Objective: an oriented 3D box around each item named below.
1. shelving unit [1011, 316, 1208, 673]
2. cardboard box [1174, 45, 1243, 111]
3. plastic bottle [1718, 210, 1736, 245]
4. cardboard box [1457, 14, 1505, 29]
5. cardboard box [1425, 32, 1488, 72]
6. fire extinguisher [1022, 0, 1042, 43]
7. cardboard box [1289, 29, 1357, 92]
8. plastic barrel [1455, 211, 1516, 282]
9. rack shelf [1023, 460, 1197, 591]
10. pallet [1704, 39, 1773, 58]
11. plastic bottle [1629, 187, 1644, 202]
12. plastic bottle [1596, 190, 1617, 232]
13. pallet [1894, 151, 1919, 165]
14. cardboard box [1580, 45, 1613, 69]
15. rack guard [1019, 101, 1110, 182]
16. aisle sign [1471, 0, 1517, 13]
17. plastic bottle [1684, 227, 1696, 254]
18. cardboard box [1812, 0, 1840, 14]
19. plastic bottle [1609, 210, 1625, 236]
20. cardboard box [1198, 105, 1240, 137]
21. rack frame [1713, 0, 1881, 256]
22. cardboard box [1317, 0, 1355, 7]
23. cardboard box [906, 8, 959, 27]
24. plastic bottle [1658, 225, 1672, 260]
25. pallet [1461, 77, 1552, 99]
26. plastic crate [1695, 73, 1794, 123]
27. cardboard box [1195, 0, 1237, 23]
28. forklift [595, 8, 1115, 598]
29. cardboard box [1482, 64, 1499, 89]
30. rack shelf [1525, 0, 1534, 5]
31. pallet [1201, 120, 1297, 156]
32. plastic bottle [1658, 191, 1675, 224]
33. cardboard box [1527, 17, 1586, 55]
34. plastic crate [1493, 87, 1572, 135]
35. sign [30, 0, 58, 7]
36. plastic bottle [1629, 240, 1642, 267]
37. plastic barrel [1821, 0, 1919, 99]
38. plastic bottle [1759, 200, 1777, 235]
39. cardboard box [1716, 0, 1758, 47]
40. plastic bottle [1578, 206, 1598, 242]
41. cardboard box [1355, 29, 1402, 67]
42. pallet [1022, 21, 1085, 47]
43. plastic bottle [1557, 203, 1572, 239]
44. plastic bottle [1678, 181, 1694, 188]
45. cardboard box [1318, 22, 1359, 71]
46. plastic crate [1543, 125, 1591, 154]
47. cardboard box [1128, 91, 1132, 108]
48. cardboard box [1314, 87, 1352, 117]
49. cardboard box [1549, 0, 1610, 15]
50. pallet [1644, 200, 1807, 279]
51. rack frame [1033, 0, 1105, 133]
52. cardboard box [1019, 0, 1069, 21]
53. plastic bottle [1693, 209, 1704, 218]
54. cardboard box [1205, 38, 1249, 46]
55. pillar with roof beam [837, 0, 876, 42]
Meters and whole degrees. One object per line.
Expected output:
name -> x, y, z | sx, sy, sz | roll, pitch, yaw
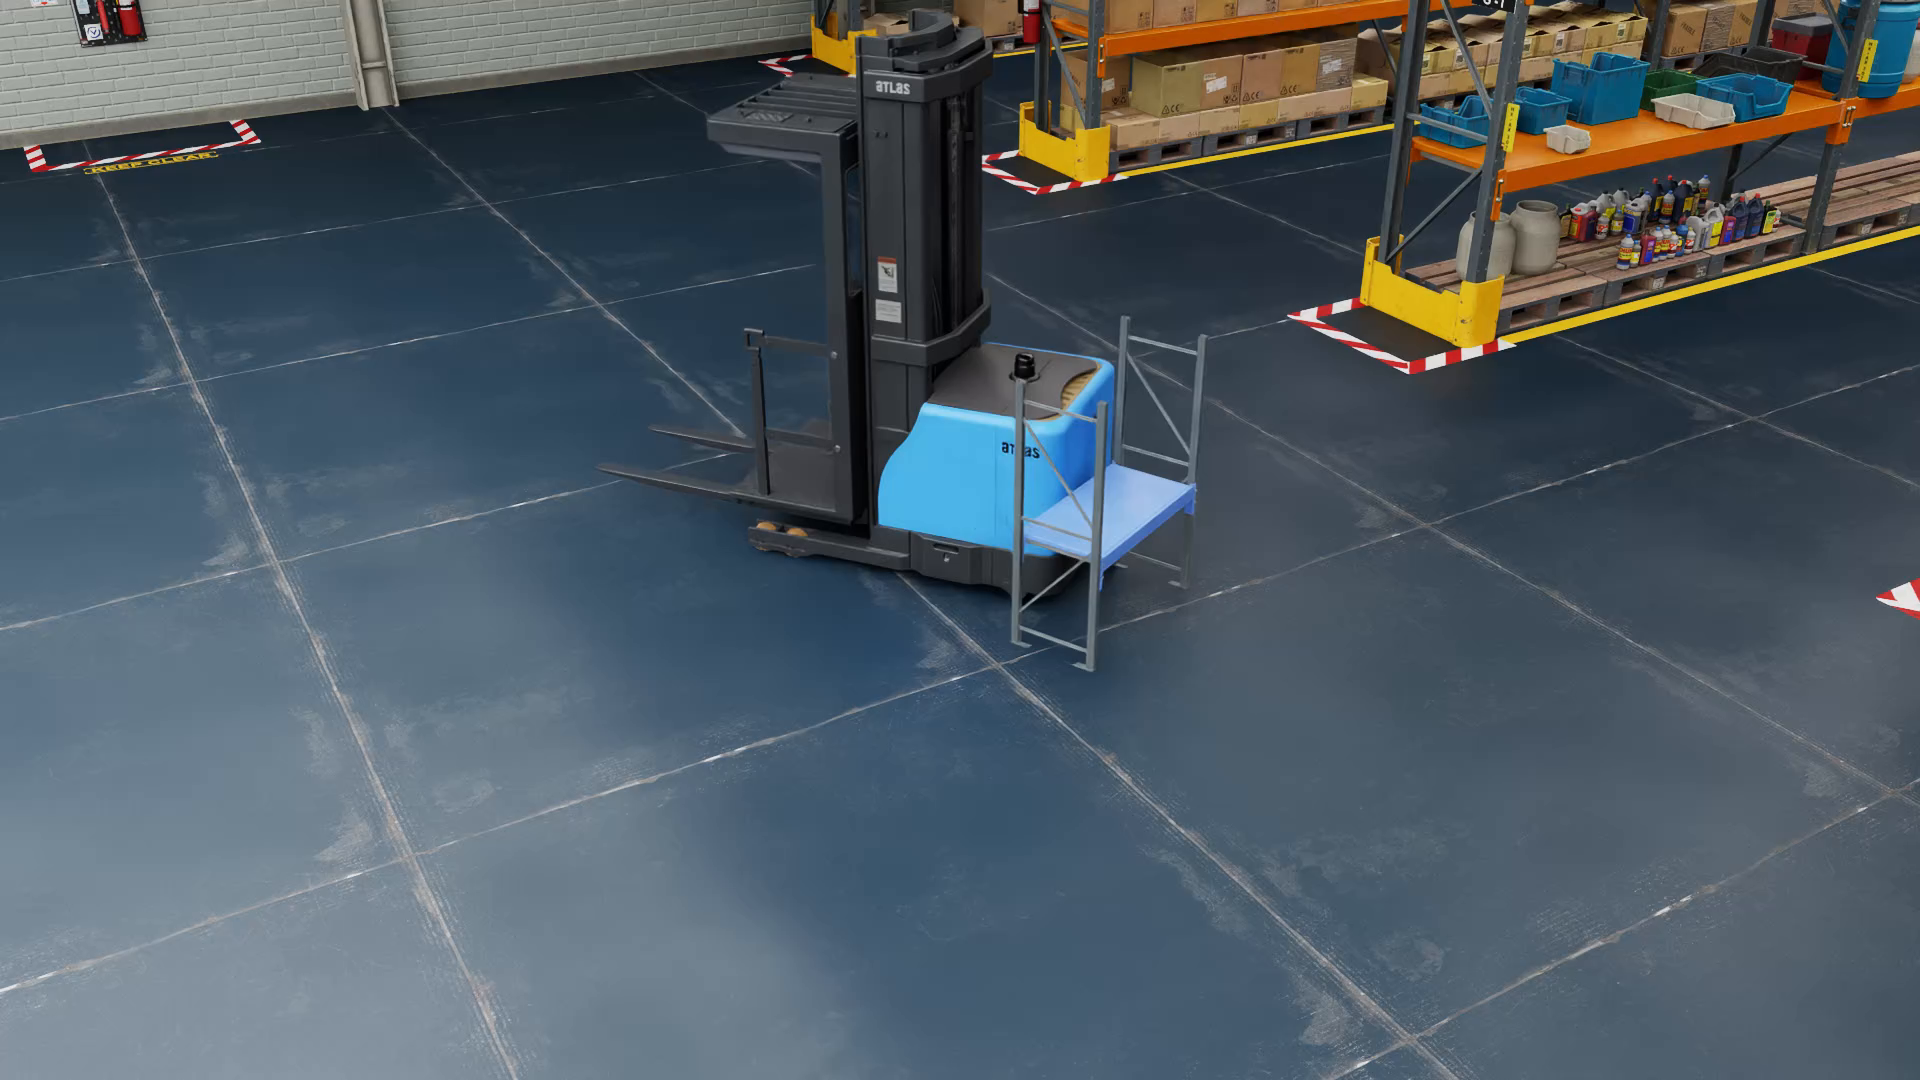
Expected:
shelving unit -> 0.774, -0.253, 8.656 | 0.538, 1.500, 1.048 | 19, 34, 30
cardboard box -> 2.468, -4.634, 16.677 | 0.500, 0.500, 0.500 | -16, 33, -26
plastic bottle -> 6.299, -2.572, 13.662 | 0.133, 0.283, 0.061 | -14, 32, -23
cardboard box -> 6.003, -5.832, 19.044 | 0.500, 0.311, 0.500 | -16, 33, -27
cardboard box -> 5.404, -5.358, 18.186 | 0.500, 0.311, 0.500 | -16, 33, -27
fire extinguisher -> 0.701, -5.167, 16.088 | 0.183, 0.674, 0.296 | -16, 33, -26
cardboard box -> 3.761, -5.001, 17.343 | 0.500, 0.500, 0.500 | -16, 33, -26
plastic barrel -> 4.073, -2.259, 12.879 | 0.421, 0.512, 0.421 | 0, 29, 0
rack shelf -> 0.774, -0.096, 8.743 | 0.538, 0.185, 1.000 | 19, 34, 30
pallet -> 9.649, -6.237, 20.833 | 1.213, 0.211, 1.003 | -16, 33, -26
plastic bottle -> 5.761, -2.860, 14.184 | 0.133, 0.283, 0.061 | -14, 32, -24
plastic bottle -> 5.398, -2.763, 13.938 | 0.185, 0.351, 0.144 | -14, 32, -24
pallet -> 9.755, -3.536, 15.938 | 1.213, 0.211, 1.003 | -16, 33, -26
cardboard box -> 7.163, -5.616, 19.233 | 0.500, 0.250, 0.500 | -16, 33, -27
rack guard -> 1.018, -3.936, 16.364 | 0.348, 0.500, 1.175 | -16, 33, -26
aisle sign -> 3.631, -3.970, 11.149 | 0.004, 0.787, 0.394 | -16, 33, -26
plastic bottle -> 5.910, -2.436, 13.500 | 0.097, 0.201, 0.097 | 0, 29, 0
cardboard box -> 10.674, -6.714, 20.943 | 0.500, 0.500, 0.500 | -16, 33, -26
plastic bottle -> 5.497, -2.658, 13.903 | 0.097, 0.201, 0.097 | 0, 29, 0
cardboard box -> 2.474, -4.301, 16.850 | 0.500, 0.250, 0.500 | -16, 33, -26
rack frame -> 6.993, -3.951, 13.804 | 0.127, 3.000, 1.000 | -16, 33, -26
cardboard box -> 3.656, -5.816, 17.080 | 0.500, 0.500, 0.700 | -16, 33, -27
cardboard box -> -0.341, -6.385, 20.544 | 0.500, 0.311, 0.500 | -13, 31, -22
plastic bottle -> 5.648, -2.392, 13.348 | 0.097, 0.271, 0.097 | 0, 29, 0
pallet -> 6.156, -5.291, 19.120 | 1.213, 0.211, 1.003 | -16, 33, -26
plastic crate -> 6.177, -3.502, 13.144 | 0.616, 0.251, 0.499 | -16, 33, -26
cardboard box -> 2.329, -5.438, 16.396 | 0.500, 0.500, 0.700 | -16, 33, -26
forklift -> -0.685, -1.407, 9.266 | 3.031, 2.935, 1.130 | 11, 31, 19
cardboard box -> 5.847, -5.243, 18.557 | 0.500, 0.250, 0.500 | -17, 33, -28
rack shelf -> 5.269, -4.459, 12.366 | 4.000, 0.370, 1.077 | -16, 33, -26
pallet -> 2.727, -4.316, 17.353 | 1.213, 0.211, 1.003 | -16, 33, -26
plastic bottle -> 6.023, -2.838, 14.157 | 0.097, 0.271, 0.097 | 0, 29, 0
cardboard box -> 6.728, -5.737, 18.871 | 0.500, 0.311, 0.500 | -16, 33, -27
plastic crate -> 4.387, -3.310, 12.798 | 0.408, 0.251, 0.499 | -16, 33, -26
sign -> -9.161, -5.496, 16.567 | 0.234, 0.329, 0.001 | -16, 33, -26
plastic bottle -> 5.355, -2.278, 13.215 | 0.097, 0.201, 0.097 | 0, 29, 0
plastic barrel -> 7.480, -4.139, 13.626 | 0.708, 0.901, 0.600 | -16, 33, -26
plastic bottle -> 6.746, -2.699, 13.892 | 0.133, 0.283, 0.061 | -14, 32, -24
cardboard box -> 9.357, -6.336, 20.258 | 0.500, 0.500, 0.500 | -16, 33, -27
plastic bottle -> 5.192, -2.613, 13.737 | 0.133, 0.283, 0.061 | -16, 33, -26
cardboard box -> 4.691, -5.459, 18.368 | 0.500, 0.311, 0.500 | -16, 33, -26
pallet -> 1.413, -6.678, 21.632 | 1.213, 0.211, 1.003 | -16, 33, -26
plastic bottle -> 4.998, -2.643, 13.791 | 0.133, 0.283, 0.061 | -15, 32, -25
plastic bottle -> 6.232, -2.965, 14.382 | 0.135, 0.276, 0.152 | -15, 32, -25
cardboard box -> 3.929, -5.340, 17.957 | 0.500, 0.500, 0.500 | -16, 33, -26
plastic crate -> 4.479, -2.941, 12.248 | 0.250, 0.136, 0.298 | -16, 33, -26
cardboard box -> 1.776, -4.398, 17.025 | 0.500, 0.250, 0.500 | -16, 33, -26
cardboard box -> 3.762, -4.672, 17.523 | 0.500, 0.250, 0.500 | -16, 33, -26
cardboard box -> 7.336, -6.214, 19.736 | 0.500, 0.311, 0.500 | -15, 32, -25
pallet -> 6.393, -2.583, 14.212 | 1.213, 0.211, 1.003 | -16, 33, -26
rack frame -> 1.039, -5.036, 15.771 | 0.127, 3.000, 1.000 | -16, 33, -26
cardboard box -> 1.100, -6.905, 21.290 | 0.500, 0.500, 0.500 | -19, 34, -30
plastic bottle -> 6.066, -2.587, 13.689 | 0.133, 0.283, 0.061 | -16, 33, -26
cardboard box -> 2.637, -4.972, 17.290 | 0.500, 0.500, 0.500 | -16, 33, -26
pillar with roof beam -> 0.872, -8.464, 15.773 | 0.400, 9.000, 9.100 | -16, 33, -26
